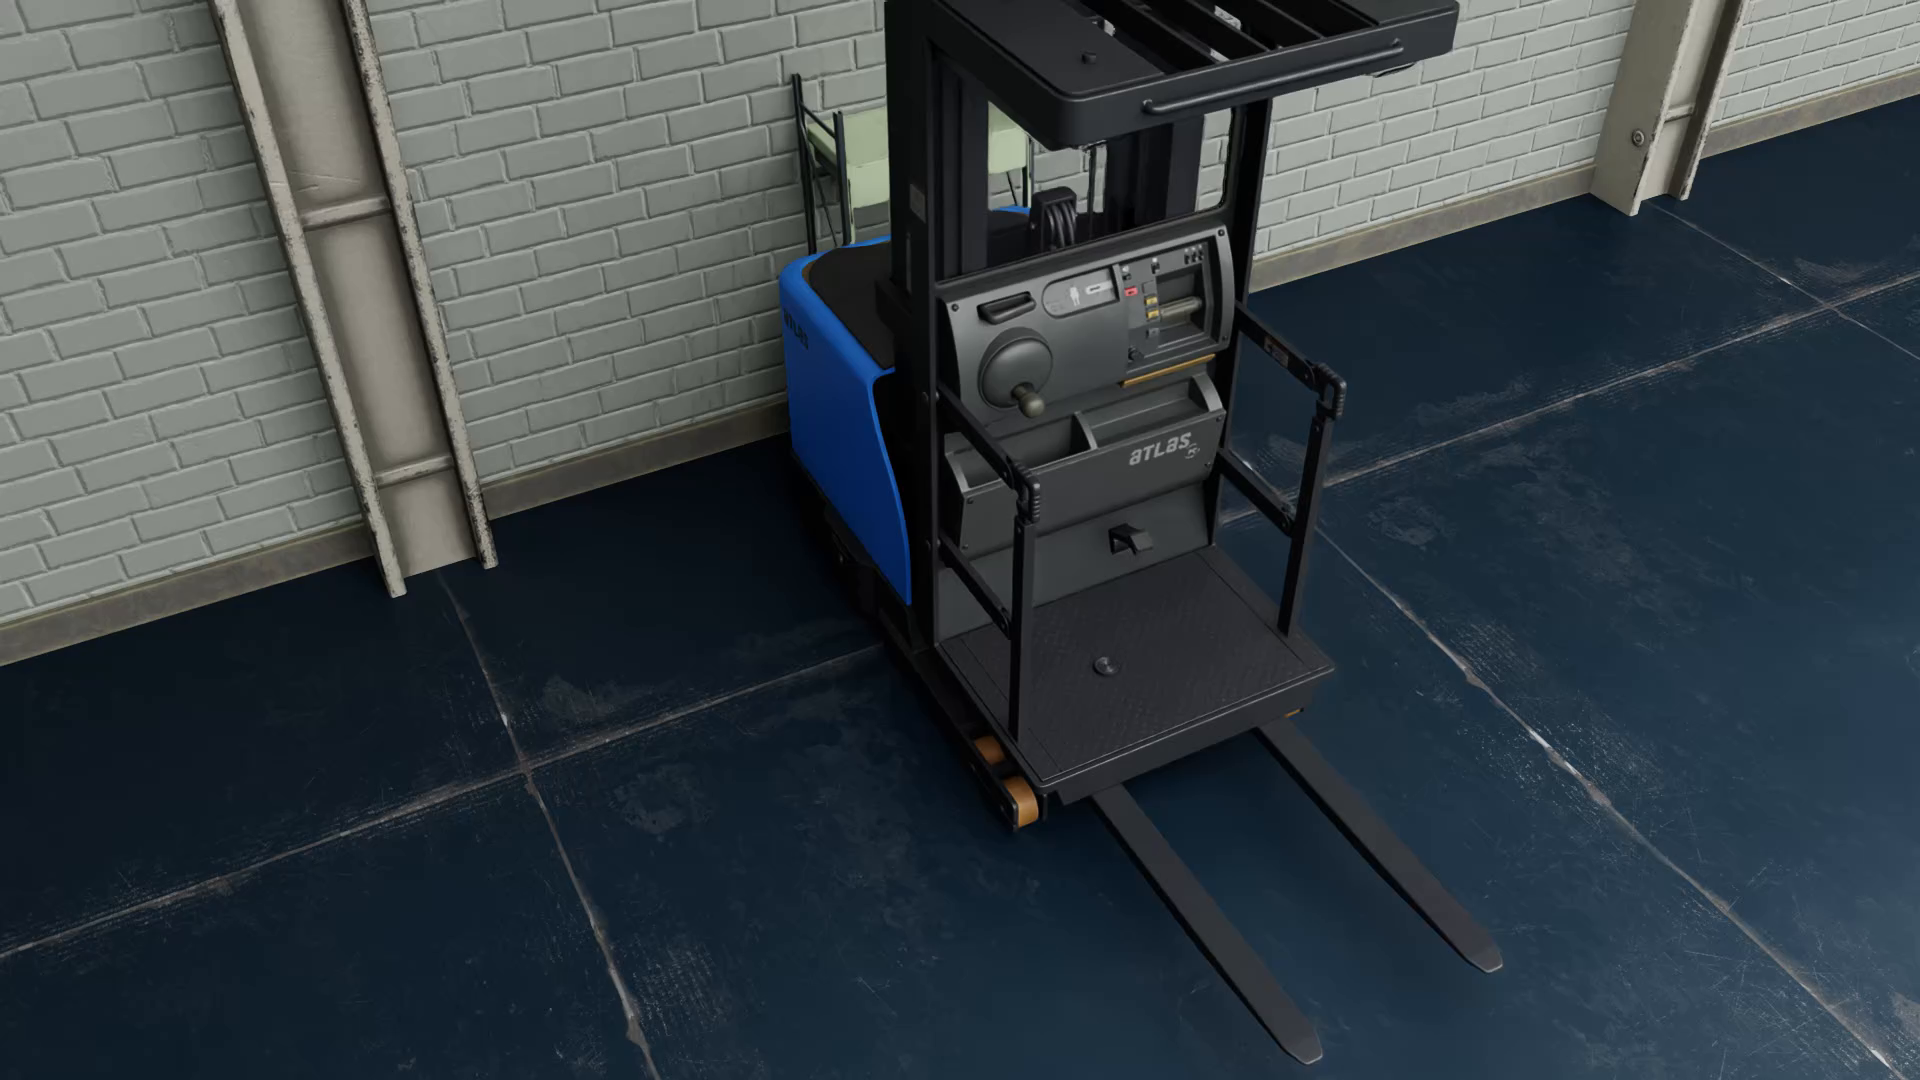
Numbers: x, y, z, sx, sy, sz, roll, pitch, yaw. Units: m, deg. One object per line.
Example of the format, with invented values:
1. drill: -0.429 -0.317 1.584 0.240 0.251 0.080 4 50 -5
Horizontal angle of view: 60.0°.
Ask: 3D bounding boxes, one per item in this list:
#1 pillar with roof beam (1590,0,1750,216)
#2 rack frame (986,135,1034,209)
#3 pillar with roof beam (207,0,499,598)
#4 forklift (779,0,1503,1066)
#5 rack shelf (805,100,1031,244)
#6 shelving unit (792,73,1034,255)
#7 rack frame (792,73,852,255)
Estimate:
1. pillar with roof beam: 5.361 -2.696 2.469 0.400 9.000 9.100 -19 44 -21
2. rack frame: 0.180 -1.173 6.444 0.023 1.500 0.400 -19 41 -20
3. pillar with roof beam: 0.040 -0.905 0.354 0.400 9.000 9.100 -19 44 -21
4. forklift: 0.488 -0.556 4.638 1.130 2.935 3.031 -19 44 -21
5. rack shelf: -0.158 -1.368 6.077 0.720 0.370 0.431 -19 41 -20
6. shelving unit: -0.147 -1.062 6.320 0.755 1.500 0.431 -19 41 -20
7. rack frame: -0.473 -0.952 6.196 0.023 1.500 0.400 -19 41 -20
